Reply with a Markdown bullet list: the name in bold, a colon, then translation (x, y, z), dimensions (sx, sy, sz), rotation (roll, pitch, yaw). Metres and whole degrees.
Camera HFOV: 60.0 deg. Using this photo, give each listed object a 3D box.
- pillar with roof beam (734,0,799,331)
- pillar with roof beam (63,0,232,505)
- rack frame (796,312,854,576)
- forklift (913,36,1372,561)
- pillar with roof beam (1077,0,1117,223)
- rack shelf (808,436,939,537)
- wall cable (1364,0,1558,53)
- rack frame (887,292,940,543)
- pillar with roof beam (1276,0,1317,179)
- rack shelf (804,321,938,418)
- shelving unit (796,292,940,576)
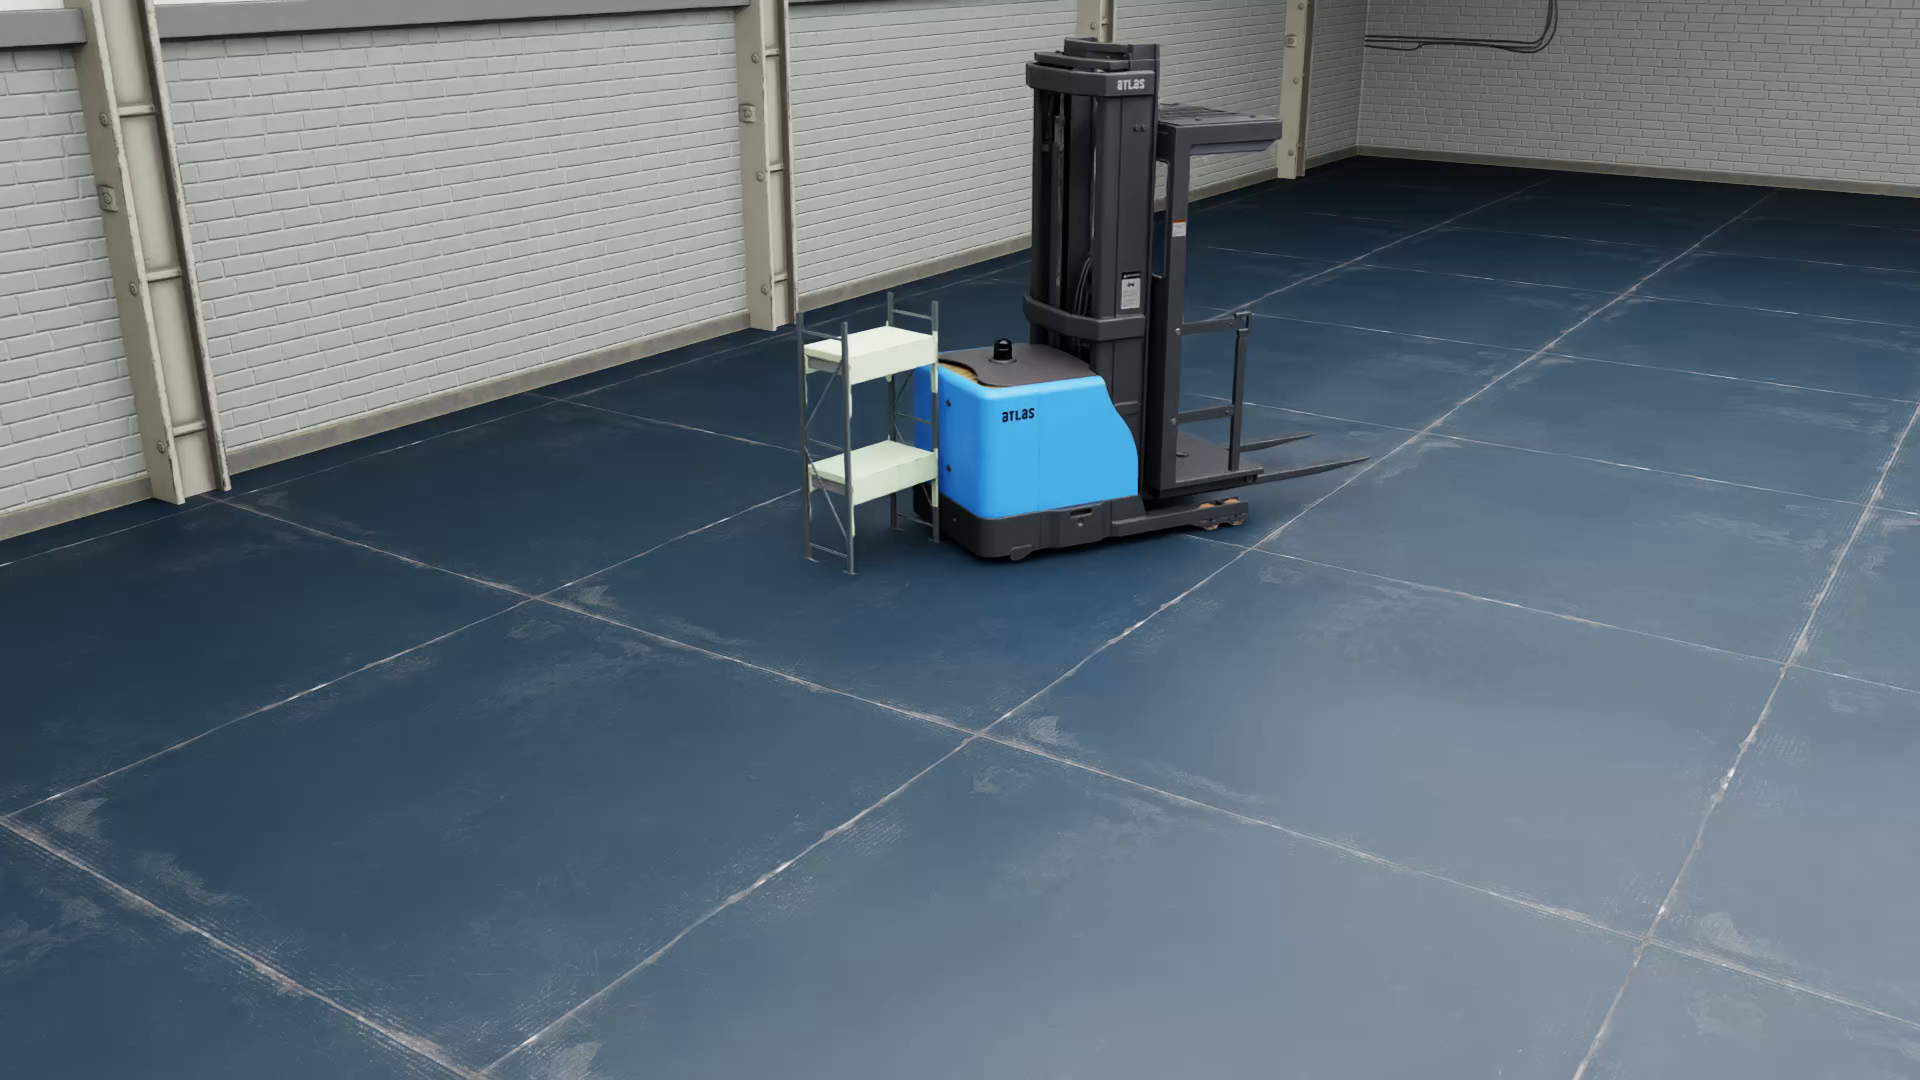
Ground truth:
- **pillar with roof beam**: translation (1.794, -5.420, 11.948), dimensions (9.100, 9.000, 0.400), rotation (13, 24, 32)
- **pillar with roof beam**: translation (-1.579, -3.699, 7.294), dimensions (9.100, 9.000, 0.400), rotation (13, 24, 32)
- **rack frame**: translation (-0.775, -0.543, 9.572), dimensions (0.400, 1.500, 0.023), rotation (18, 27, 39)
- **forklift**: translation (1.254, -1.588, 10.335), dimensions (3.031, 2.935, 1.130), rotation (-10, 22, -25)
- **pillar with roof beam**: translation (5.166, -7.142, 16.602), dimensions (9.100, 9.000, 0.400), rotation (13, 24, 32)
- **rack shelf**: translation (-0.528, -0.331, 9.938), dimensions (0.431, 0.370, 0.720), rotation (18, 27, 39)
- **wall cable**: translation (7.729, -8.834, 25.652), dimensions (3.097, 2.526, 0.112), rotation (13, 24, 32)
- **rack frame**: translation (-0.281, -0.731, 10.079), dimensions (0.400, 1.500, 0.023), rotation (18, 27, 39)
- **pillar with roof beam**: translation (8.539, -8.863, 21.256), dimensions (9.100, 9.000, 0.400), rotation (13, 24, 32)
- **rack shelf**: translation (-0.528, -1.003, 9.690), dimensions (0.431, 0.370, 0.720), rotation (18, 27, 39)
- **shelving unit**: translation (-0.528, -0.637, 9.825), dimensions (0.431, 1.500, 0.755), rotation (18, 27, 39)
